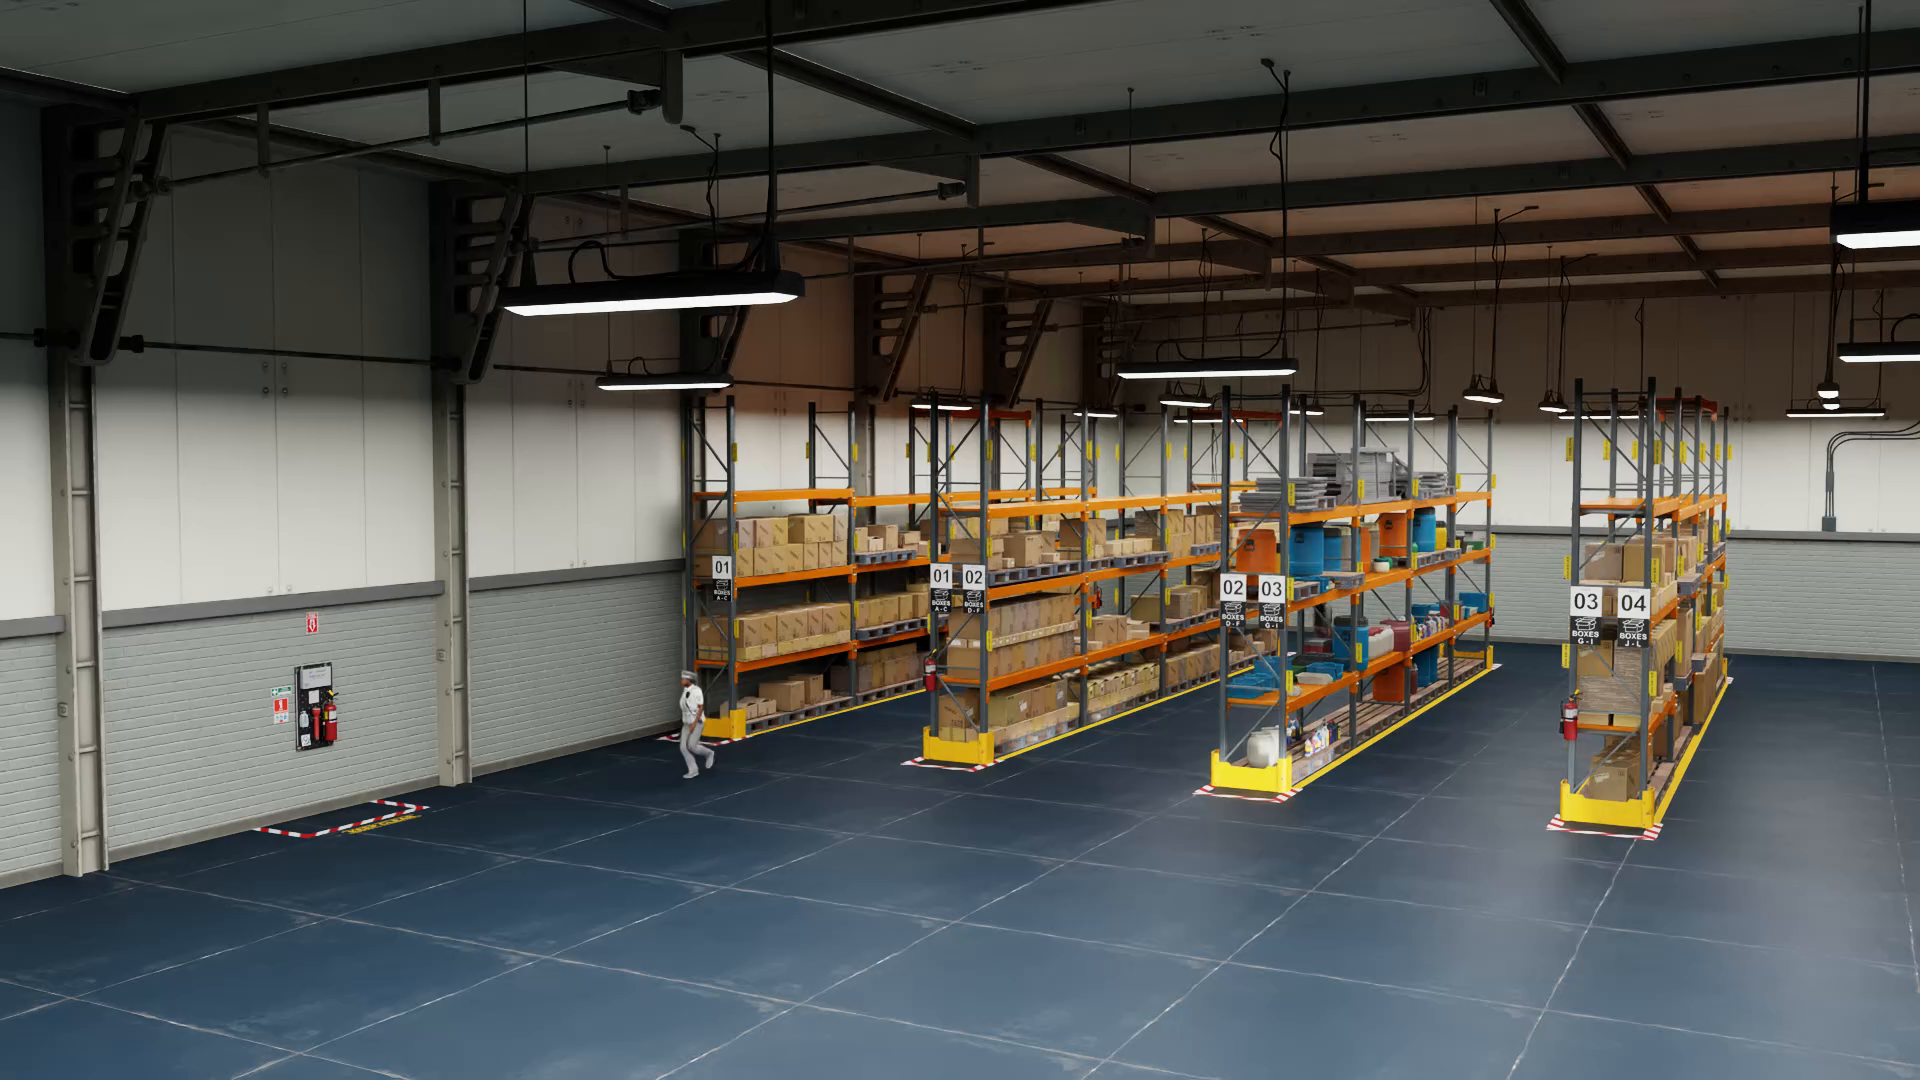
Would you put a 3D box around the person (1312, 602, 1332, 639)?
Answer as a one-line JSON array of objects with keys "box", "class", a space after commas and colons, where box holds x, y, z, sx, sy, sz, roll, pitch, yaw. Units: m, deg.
[{"box": [8.500, 2.114, 39.010, 0.369, 1.788, 0.576, -2, 4, -36], "class": "person"}]

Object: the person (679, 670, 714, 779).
[{"box": [-4.092, 2.834, 25.709, 0.546, 1.651, 0.506, -3, 4, -43], "class": "person"}]
